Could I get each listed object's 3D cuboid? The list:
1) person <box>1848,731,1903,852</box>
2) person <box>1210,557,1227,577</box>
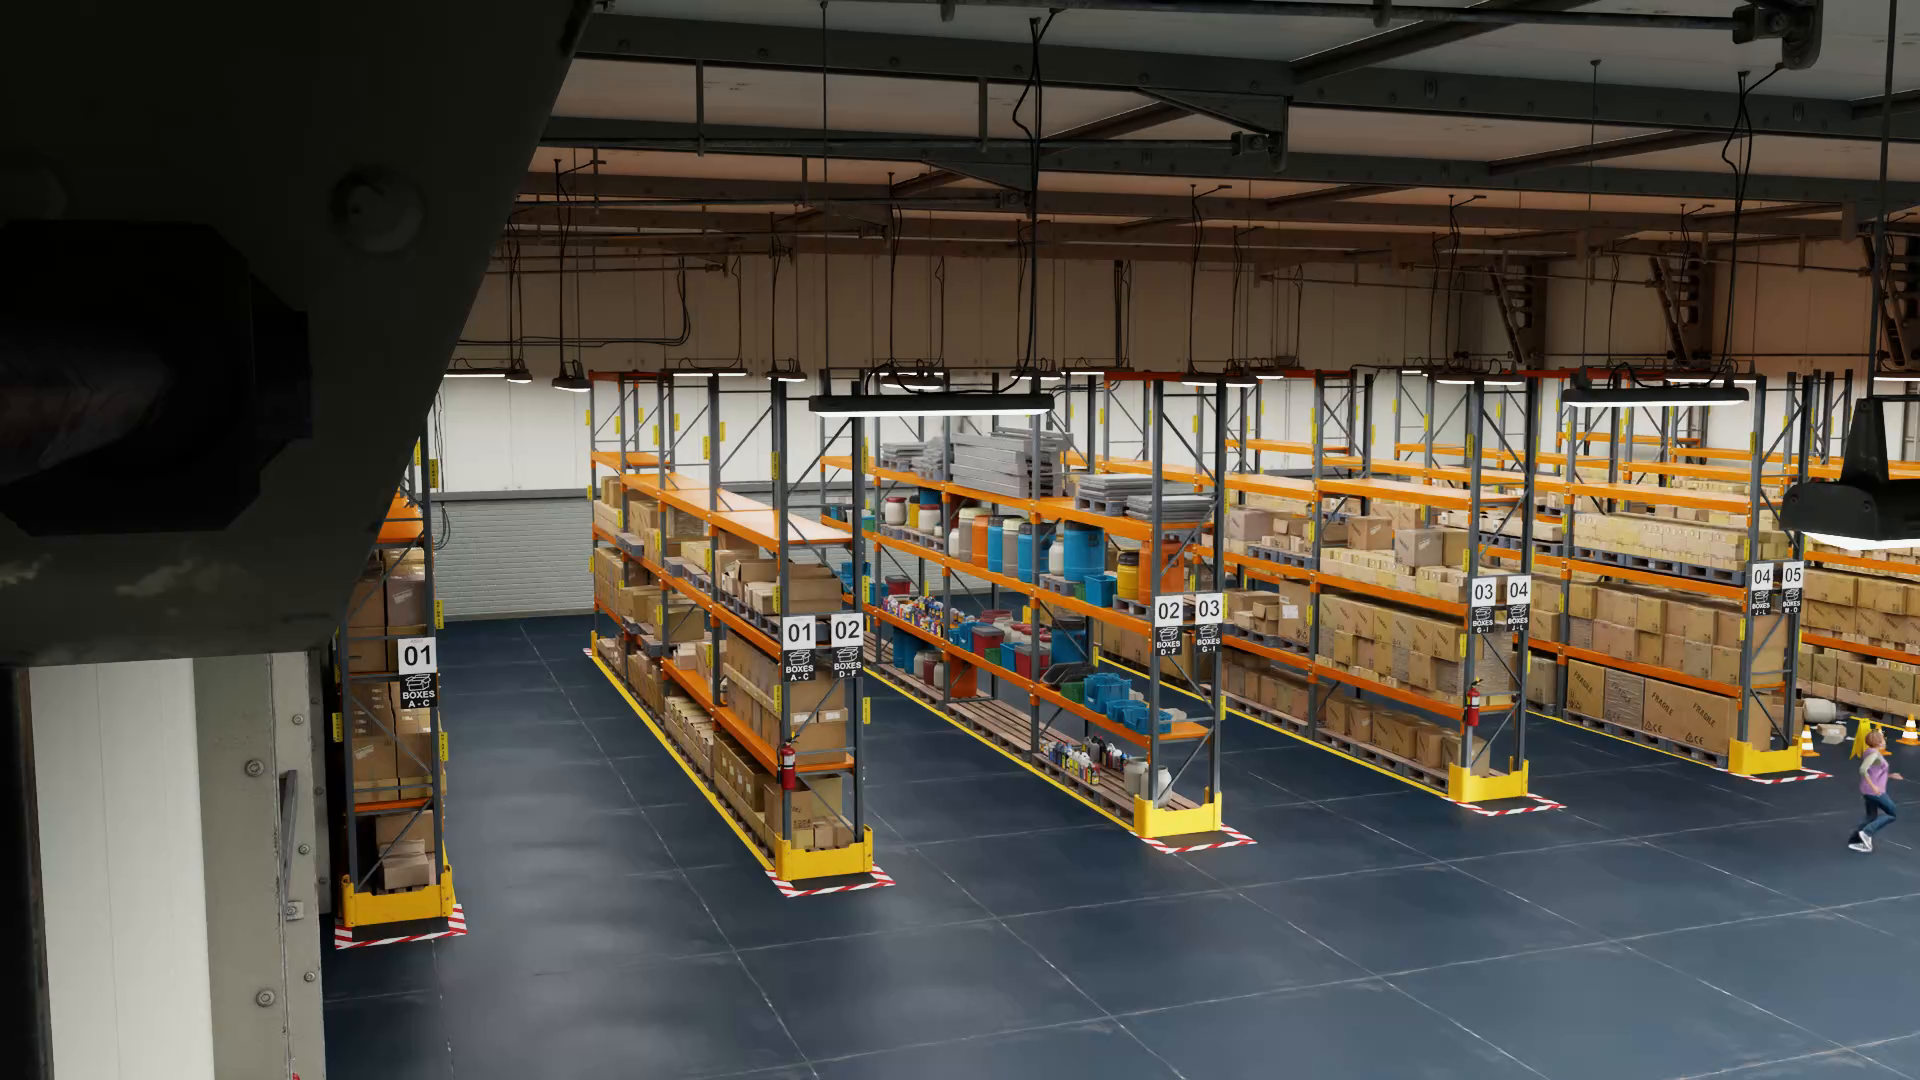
[{"bbox_3d":[11.627,3.197,21.086,0.591,1.564,0.522,2,7,15],"label":"person"},{"bbox_3d":[6.345,0.853,41.587,0.582,1.735,0.949,0,6,-3],"label":"person"}]
